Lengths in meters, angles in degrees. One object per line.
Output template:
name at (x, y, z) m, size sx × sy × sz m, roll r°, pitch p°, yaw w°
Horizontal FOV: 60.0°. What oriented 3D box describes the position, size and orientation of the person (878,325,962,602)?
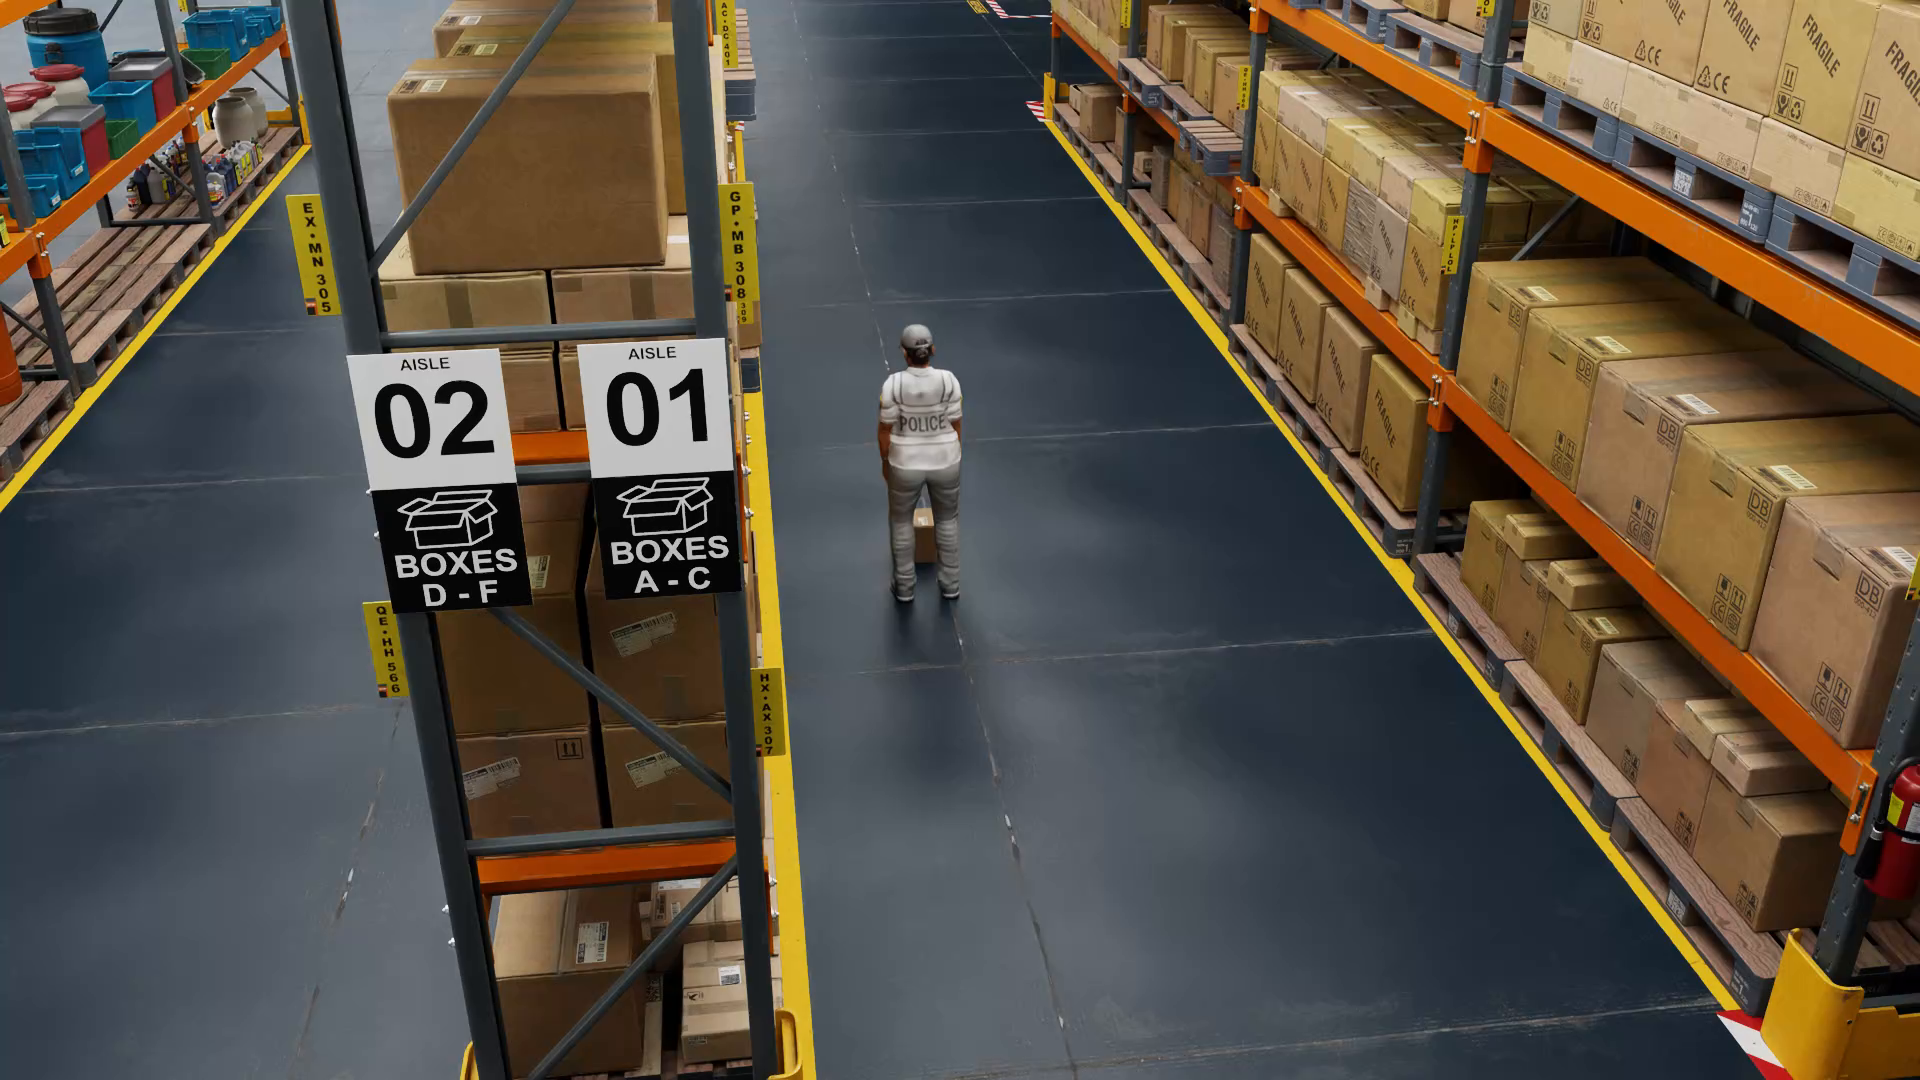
person at (-0.228, -0.427, 9.462) m, size 0.474 × 1.654 × 0.389 m, roll -4°, pitch 28°, yaw -7°
